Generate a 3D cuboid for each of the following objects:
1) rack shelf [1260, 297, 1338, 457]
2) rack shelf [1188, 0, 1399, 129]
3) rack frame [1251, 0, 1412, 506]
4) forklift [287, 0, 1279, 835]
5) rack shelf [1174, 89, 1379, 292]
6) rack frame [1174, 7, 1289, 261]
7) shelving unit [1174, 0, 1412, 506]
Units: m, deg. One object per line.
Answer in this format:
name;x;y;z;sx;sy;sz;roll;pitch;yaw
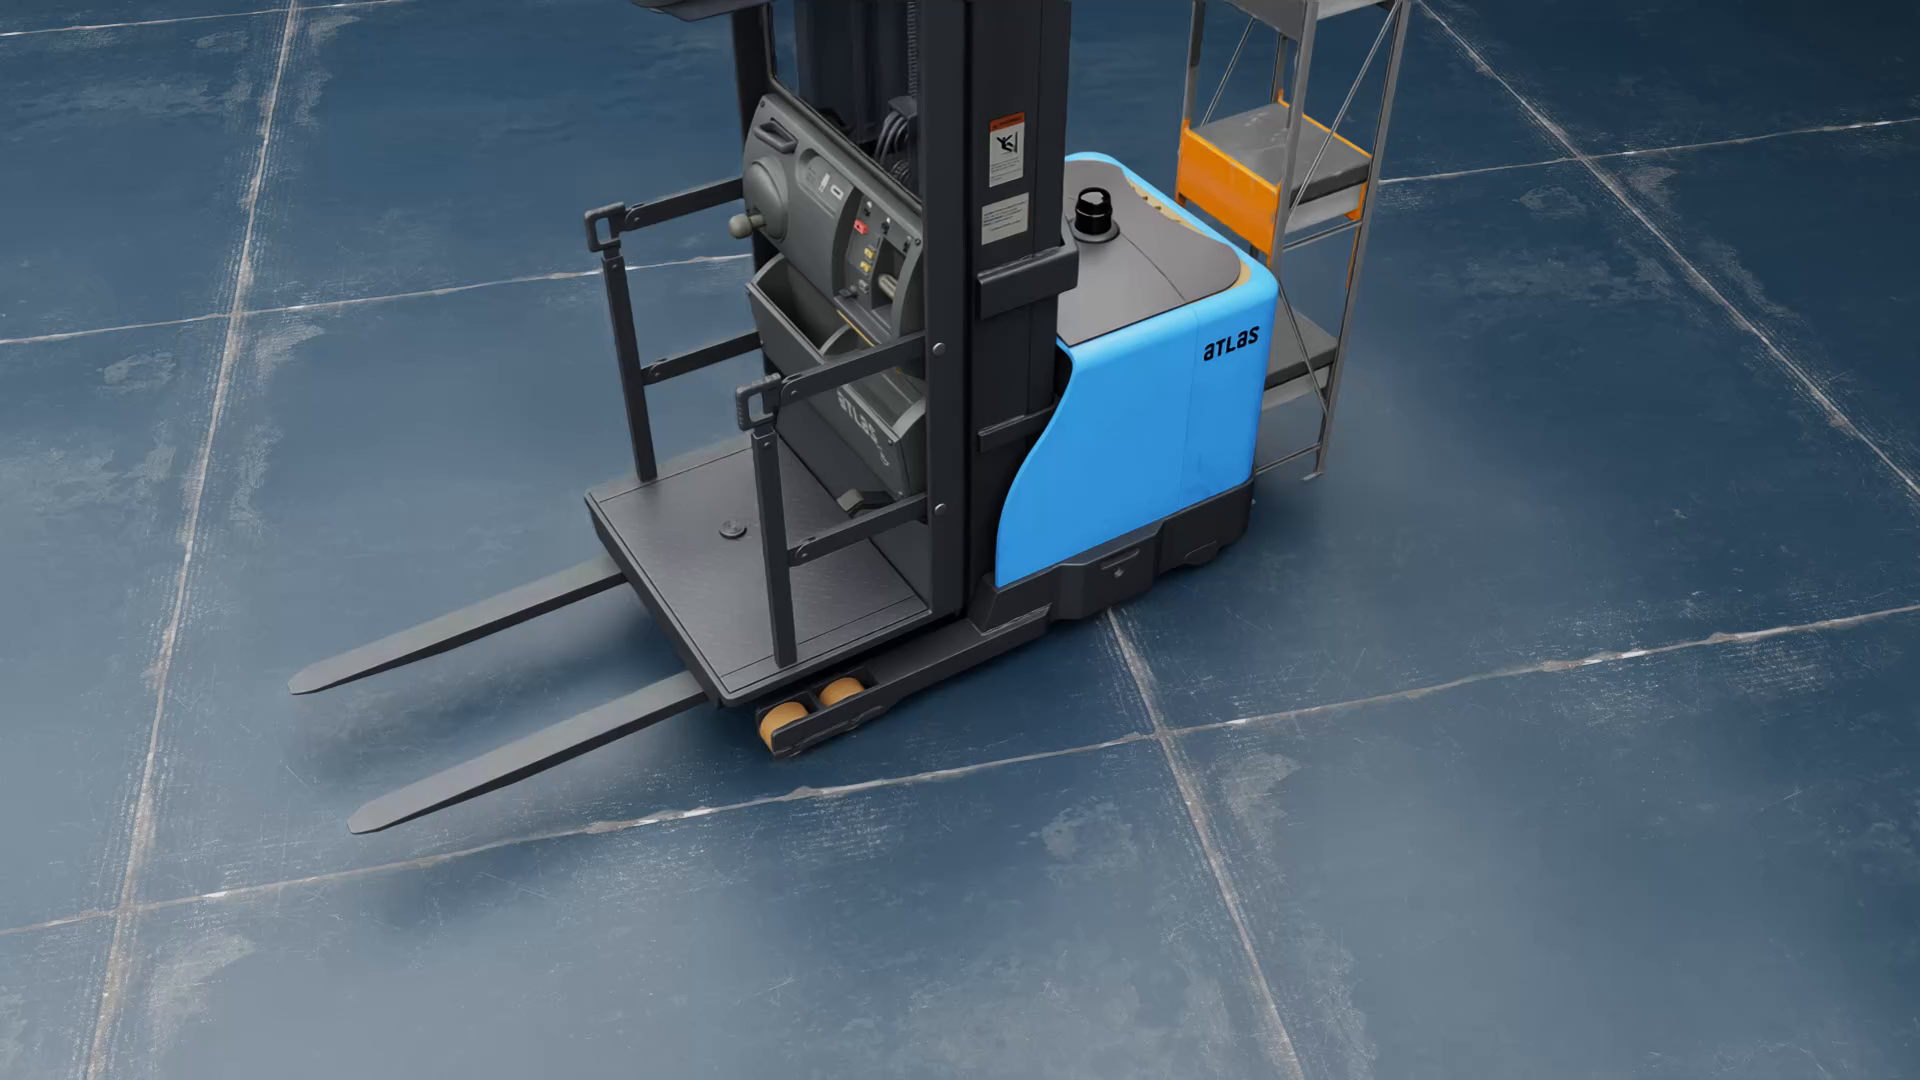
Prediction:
rack shelf;1.012;-0.561;5.875;0.431;0.518;0.480;-22;46;-23
rack shelf;1.012;-1.608;4.945;0.431;0.518;0.480;-22;46;-23
rack frame;1.140;-0.956;5.246;0.400;2.100;0.015;-22;46;-23
forklift;-0.538;-0.846;4.495;3.031;2.935;1.130;-22;46;-23
rack shelf;1.012;-1.084;5.410;0.431;0.518;0.480;-22;46;-23
rack frame;0.884;-1.232;5.556;0.400;2.100;0.015;-22;46;-23
shelving unit;1.012;-1.094;5.401;0.431;2.100;0.503;-22;46;-23
